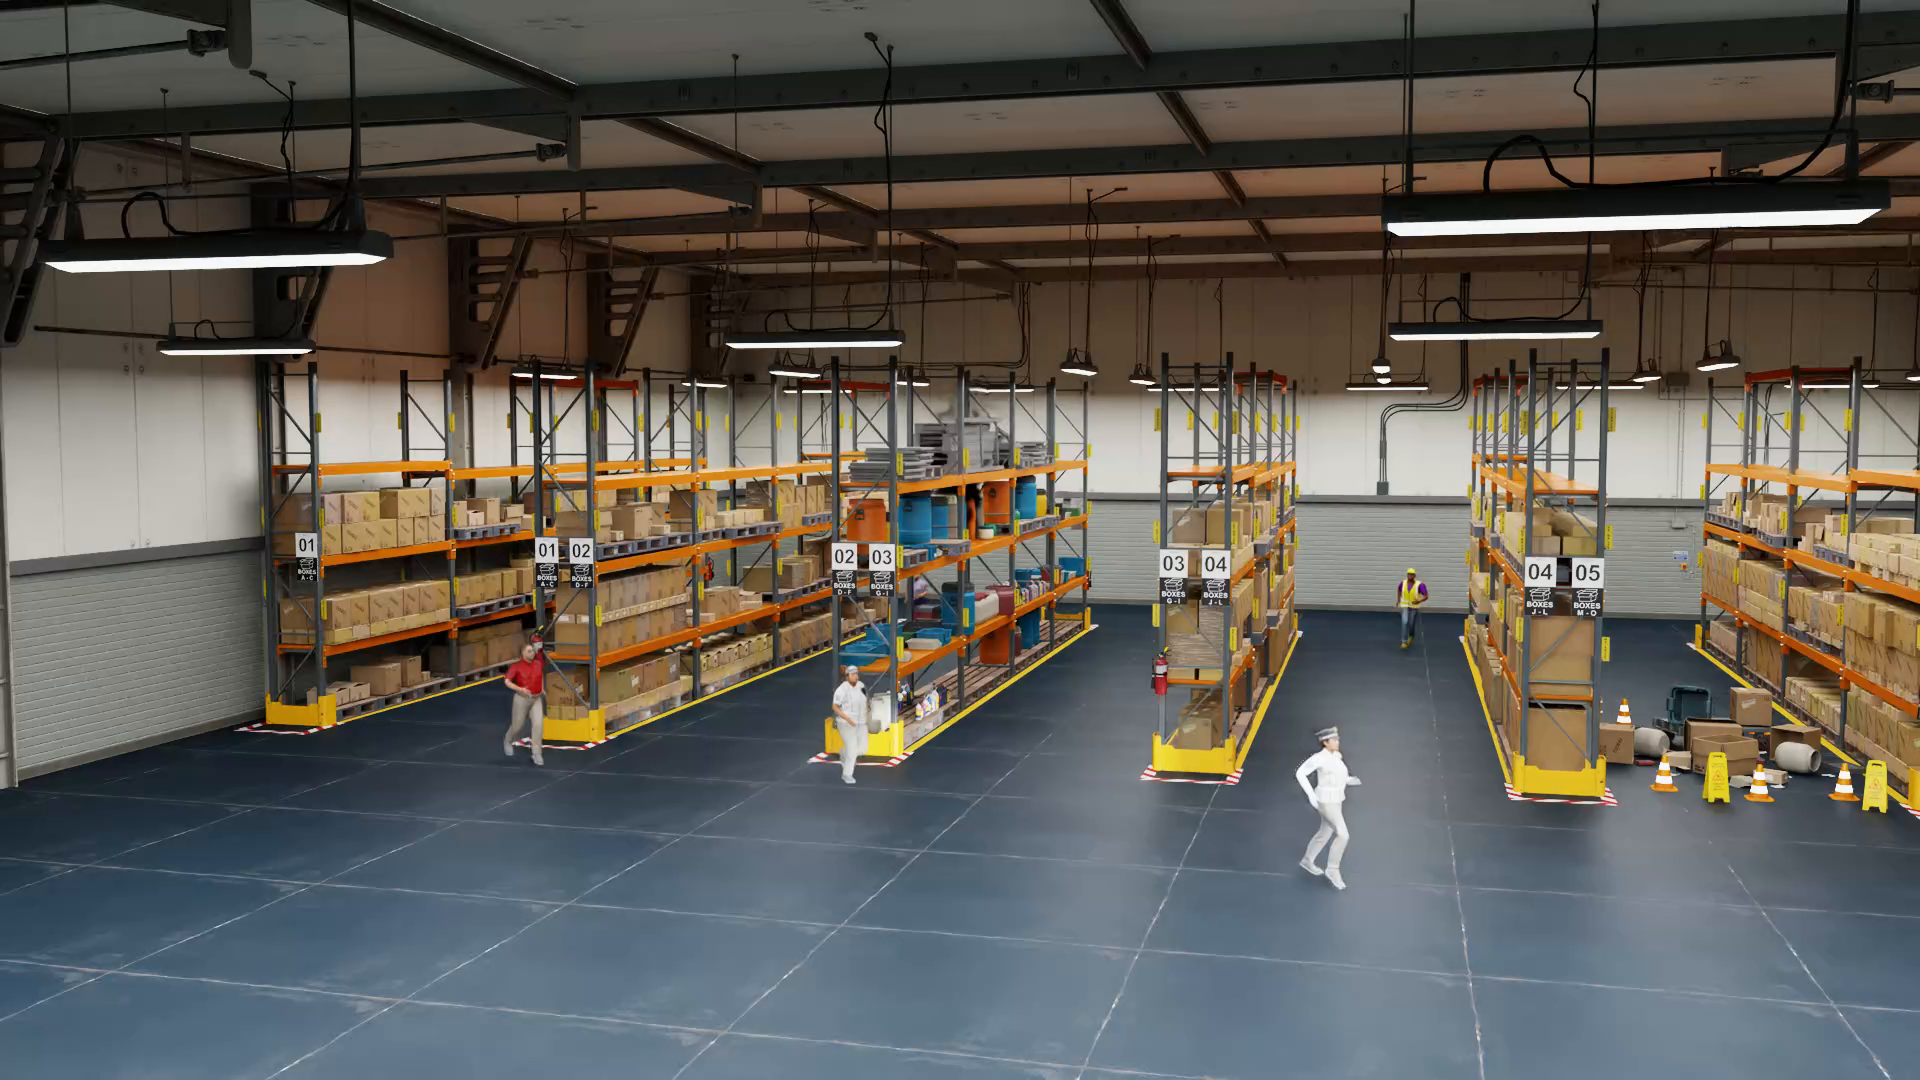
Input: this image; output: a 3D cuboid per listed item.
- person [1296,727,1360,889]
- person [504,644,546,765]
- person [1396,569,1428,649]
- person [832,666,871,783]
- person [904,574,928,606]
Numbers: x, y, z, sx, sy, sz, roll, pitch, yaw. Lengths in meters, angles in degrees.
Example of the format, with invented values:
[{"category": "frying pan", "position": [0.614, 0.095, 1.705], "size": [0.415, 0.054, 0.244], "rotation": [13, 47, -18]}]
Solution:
[{"category": "person", "position": [4.010, 2.889, 18.079], "size": [0.732, 1.749, 0.576], "rotation": [3, 5, 39]}, {"category": "person", "position": [-6.402, 2.408, 24.603], "size": [0.677, 1.735, 0.991], "rotation": [-4, 5, -41]}, {"category": "person", "position": [9.989, 1.497, 36.773], "size": [0.693, 1.736, 0.995], "rotation": [2, 4, 23]}, {"category": "person", "position": [-1.526, 2.562, 23.306], "size": [0.632, 1.639, 0.623], "rotation": [-3, 5, -39]}, {"category": "person", "position": [-1.029, 1.474, 38.563], "size": [0.578, 1.614, 0.721], "rotation": [1, 4, 7]}]
